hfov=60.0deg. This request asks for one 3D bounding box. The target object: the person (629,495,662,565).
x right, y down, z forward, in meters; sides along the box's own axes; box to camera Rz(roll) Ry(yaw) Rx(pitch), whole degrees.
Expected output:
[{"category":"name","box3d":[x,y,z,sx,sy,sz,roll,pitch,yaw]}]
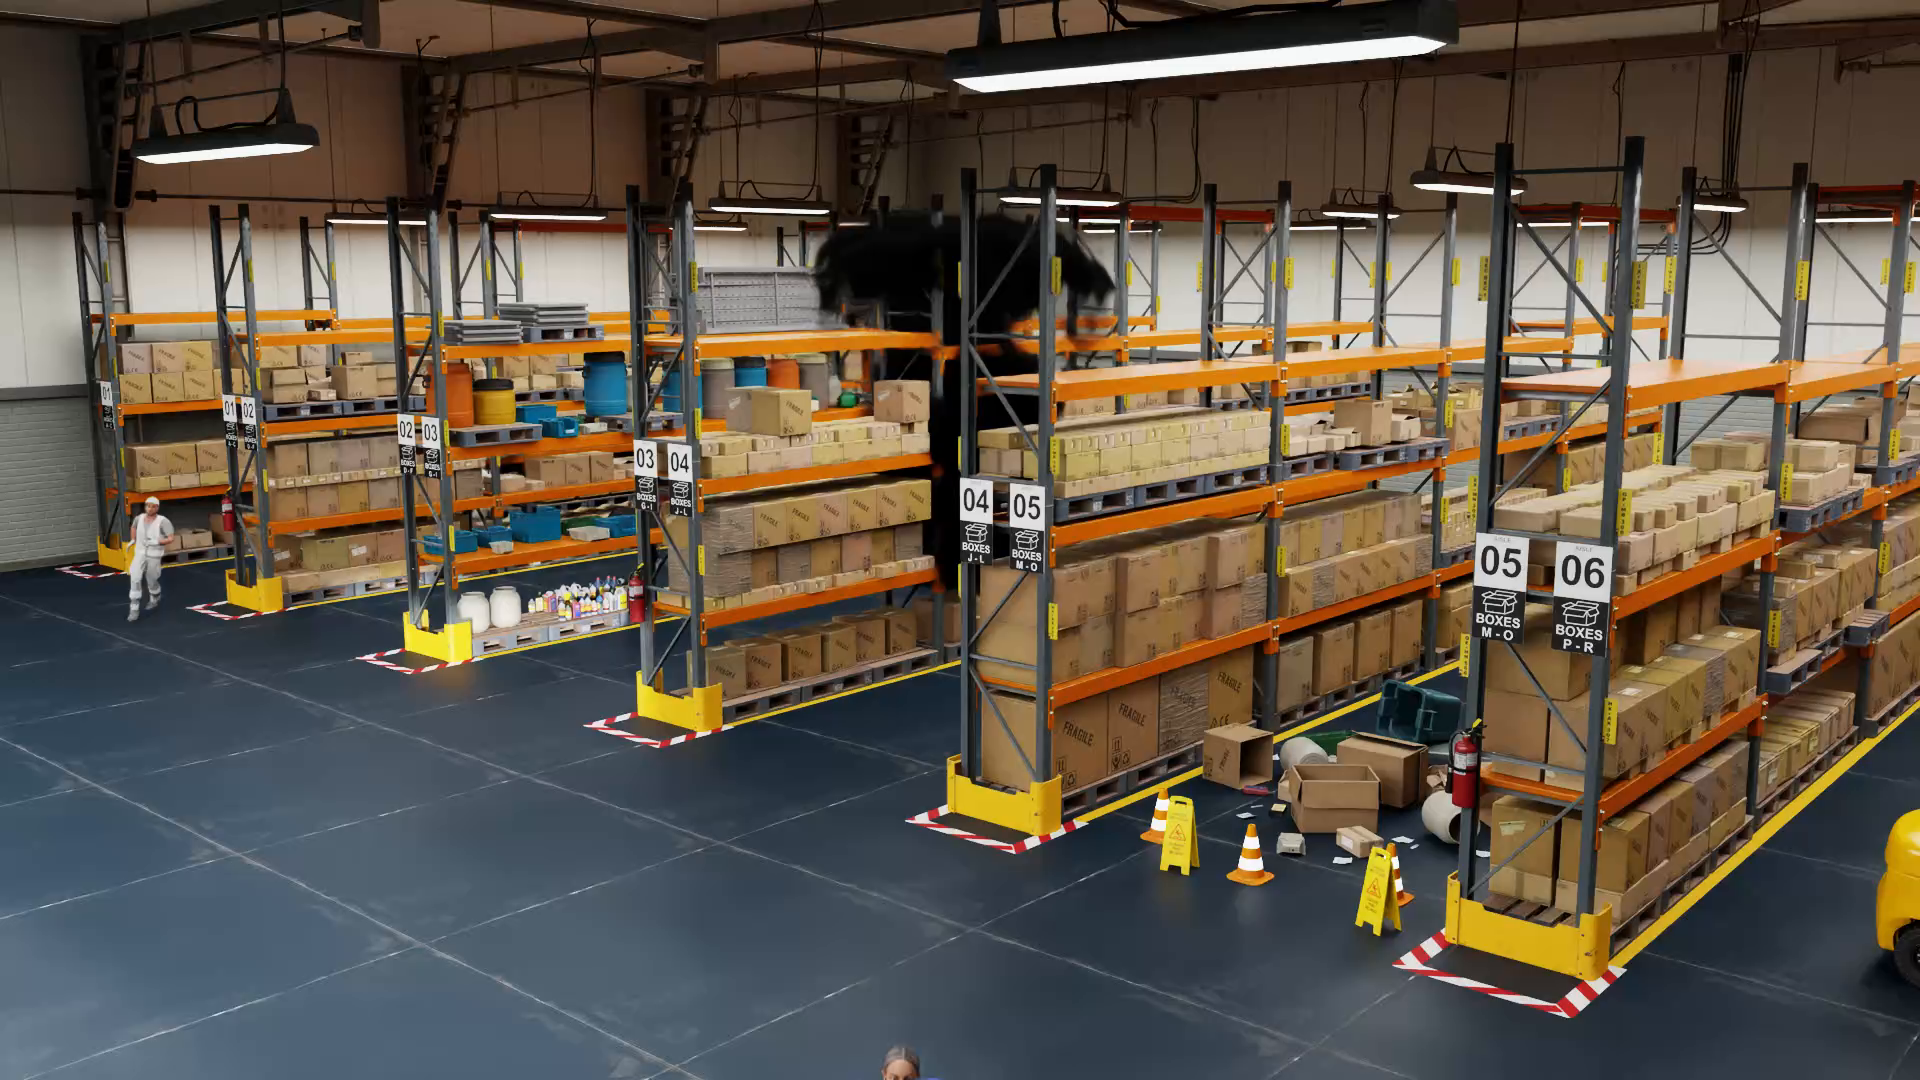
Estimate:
[{"category":"person","box3d":[-5.226,-0.239,27.774,0.565,1.631,0.778,4,10,23]}]

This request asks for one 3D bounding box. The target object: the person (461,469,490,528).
[{"category":"person","box3d":[-8.745,-0.623,29.944,0.704,1.649,0.650,8,12,38]}]

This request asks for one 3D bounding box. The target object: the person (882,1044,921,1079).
[{"category":"person","box3d":[-0.275,3.151,7.755,0.600,1.558,0.925,0,9,-2]}]

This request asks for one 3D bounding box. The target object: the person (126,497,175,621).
[{"category":"person","box3d":[-11.884,0.232,24.407,0.704,1.751,0.977,-1,10,-9]}]
